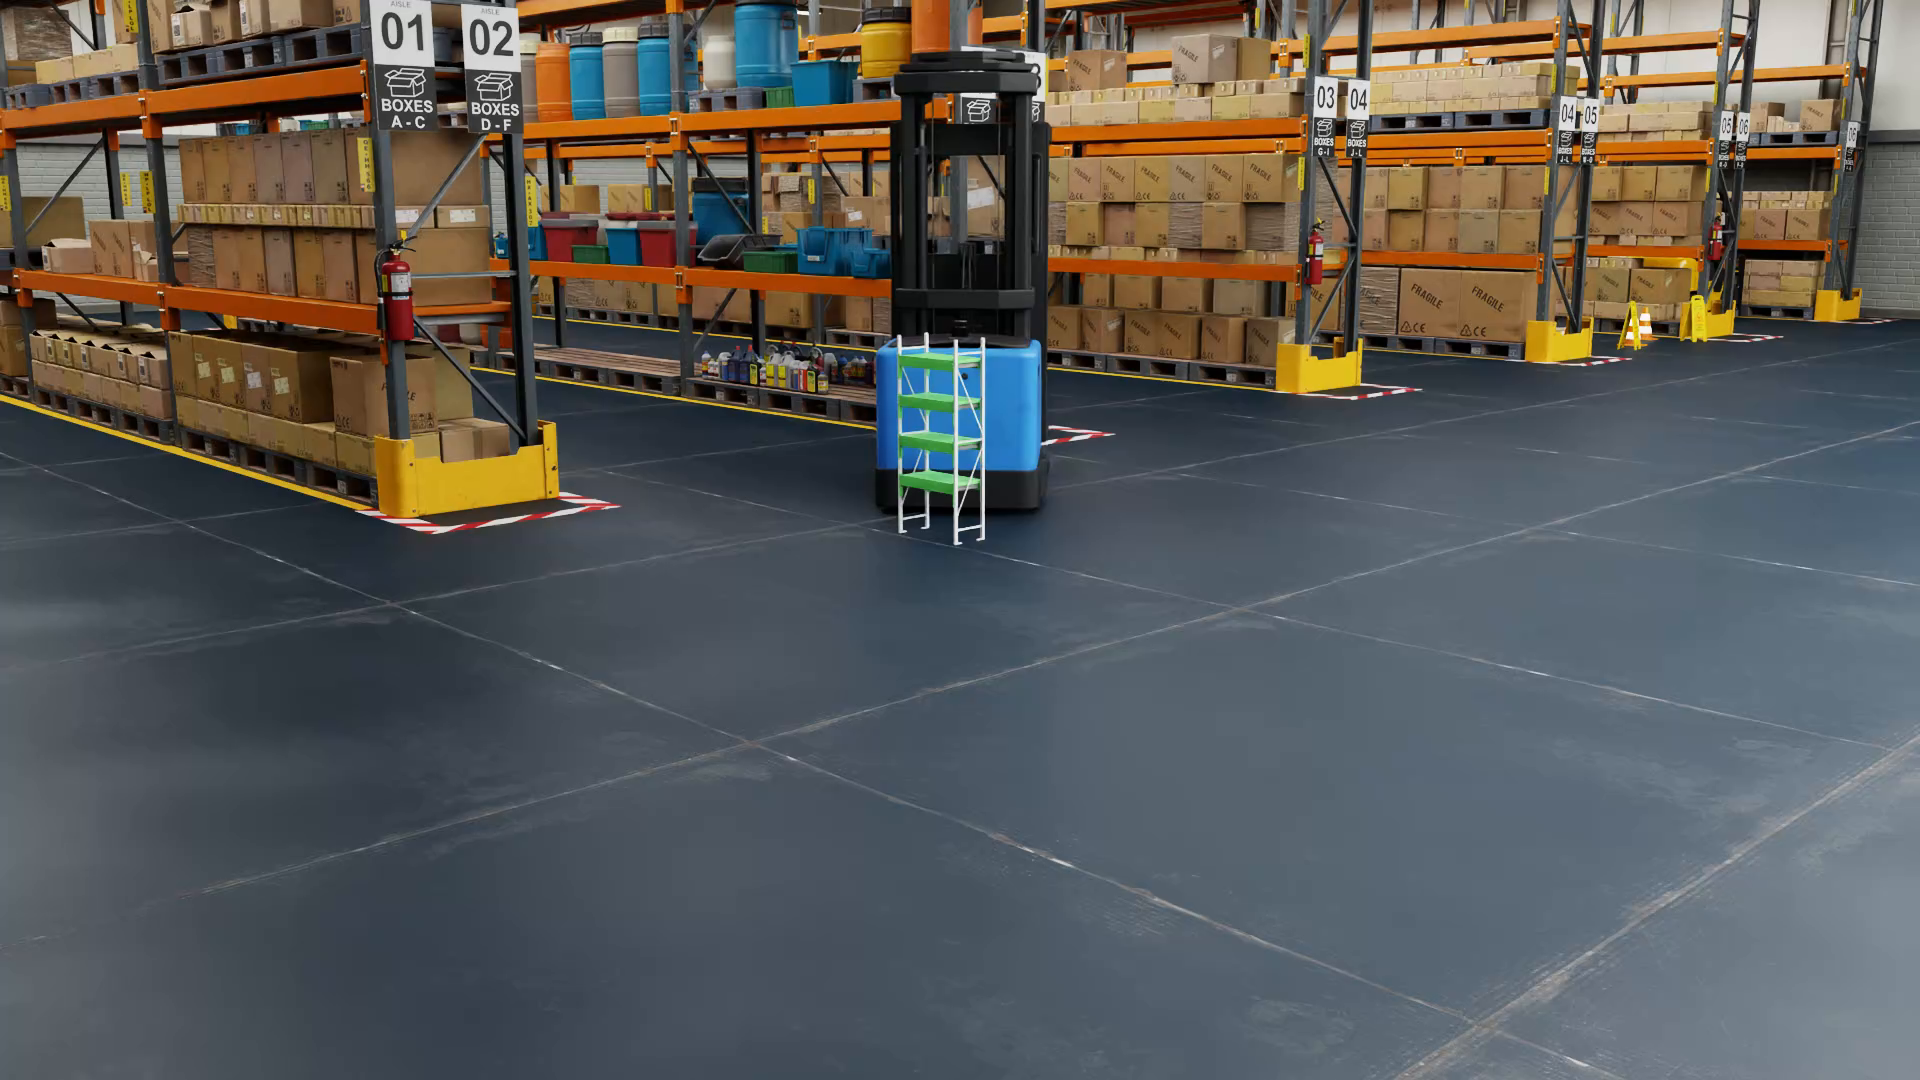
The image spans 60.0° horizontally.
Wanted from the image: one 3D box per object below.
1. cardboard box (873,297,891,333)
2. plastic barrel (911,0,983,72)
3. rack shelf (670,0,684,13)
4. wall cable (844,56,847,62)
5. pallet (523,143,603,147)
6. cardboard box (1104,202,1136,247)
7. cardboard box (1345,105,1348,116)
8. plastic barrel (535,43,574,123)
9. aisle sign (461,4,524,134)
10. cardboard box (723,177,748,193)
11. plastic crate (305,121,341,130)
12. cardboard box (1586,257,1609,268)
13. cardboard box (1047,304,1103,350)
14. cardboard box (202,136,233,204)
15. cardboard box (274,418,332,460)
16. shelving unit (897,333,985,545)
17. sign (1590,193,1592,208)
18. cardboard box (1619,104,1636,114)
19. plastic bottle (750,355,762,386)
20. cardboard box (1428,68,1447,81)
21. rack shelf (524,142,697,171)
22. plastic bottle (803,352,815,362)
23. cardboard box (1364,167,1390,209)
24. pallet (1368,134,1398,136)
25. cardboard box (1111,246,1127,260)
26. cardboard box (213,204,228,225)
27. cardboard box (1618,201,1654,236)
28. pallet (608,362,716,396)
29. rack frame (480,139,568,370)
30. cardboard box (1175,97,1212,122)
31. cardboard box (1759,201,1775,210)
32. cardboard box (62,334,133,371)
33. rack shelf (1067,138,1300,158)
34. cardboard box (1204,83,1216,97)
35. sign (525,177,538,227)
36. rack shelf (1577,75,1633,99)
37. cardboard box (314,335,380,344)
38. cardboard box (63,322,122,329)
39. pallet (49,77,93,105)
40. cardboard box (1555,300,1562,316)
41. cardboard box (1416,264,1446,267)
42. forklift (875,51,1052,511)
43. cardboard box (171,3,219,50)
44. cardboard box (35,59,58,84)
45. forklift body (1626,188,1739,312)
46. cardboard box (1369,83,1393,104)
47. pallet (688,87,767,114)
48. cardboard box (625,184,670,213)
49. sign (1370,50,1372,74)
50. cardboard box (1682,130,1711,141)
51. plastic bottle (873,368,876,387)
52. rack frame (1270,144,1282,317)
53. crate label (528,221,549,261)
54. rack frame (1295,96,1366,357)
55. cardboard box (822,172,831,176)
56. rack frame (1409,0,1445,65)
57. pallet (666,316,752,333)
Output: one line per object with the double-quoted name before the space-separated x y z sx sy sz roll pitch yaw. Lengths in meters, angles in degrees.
"cardboard box" -0.755 -3.077 22.516 0.500 0.500 0.700 10 15 40
"plastic barrel" -0.110 -4.340 14.006 0.600 0.830 0.708 -11 16 -43
"rack shelf" -1.063 -5.084 15.061 1.077 0.370 4.000 -11 16 -43
"wall cable" -3.568 -10.642 39.264 2.355 3.000 0.029 -11 16 -43
"pallet" -6.629 -6.746 28.008 1.003 0.211 1.213 -11 16 -43
"cardboard box" 2.142 -3.659 19.255 0.875 0.500 0.500 -11 16 -43
"cardboard box" 5.325 -5.742 22.248 0.380 0.149 0.250 -11 16 -43
"plastic barrel" -4.345 -5.003 18.266 0.600 0.830 0.708 -11 16 -43
"aisle sign" -3.000 -3.019 10.687 0.394 0.787 0.004 -11 16 -43
"cardboard box" -3.034 -5.101 24.505 0.797 0.503 0.637 -10 15 -41
"plastic crate" -8.480 -5.538 22.451 0.450 0.188 0.662 -11 16 -43
"cardboard box" 9.672 -4.218 25.257 0.380 0.149 0.250 -10 15 -40
"cardboard box" 1.385 -2.593 20.219 0.500 0.500 0.500 11 16 43
"cardboard box" -5.369 -2.843 12.814 0.700 0.500 0.500 -11 16 -43
"cardboard box" -4.552 -0.752 11.903 0.500 0.250 0.500 -11 16 -43
"shelving unit" -0.114 -0.612 9.908 0.258 1.200 0.503 -11 16 -43
"sign" 7.963 -4.308 21.045 0.100 0.325 0.005 -11 16 -43
"cardboard box" 9.979 -6.377 24.641 0.380 0.149 0.250 -11 16 -43
"plastic bottle" -1.973 -1.638 16.068 0.061 0.283 0.133 -10 15 -40
"cardboard box" 6.201 -5.947 21.269 0.380 0.149 0.250 -11 16 -43
"rack shelf" -5.768 -6.252 27.174 1.077 0.370 4.000 -11 16 -43
"plastic bottle" -1.492 -1.724 16.486 0.061 0.283 0.133 -11 16 -43
"cardboard box" 5.762 -4.734 22.408 0.875 0.550 0.550 -11 16 -43
"pallet" 7.237 -6.690 27.981 1.213 0.211 1.003 -11 16 -43
"cardboard box" 1.950 -3.301 19.121 0.380 0.149 0.250 -11 16 -43
"cardboard box" -5.449 -2.484 12.681 0.380 0.149 0.250 -11 16 -43
"cardboard box" 10.151 -4.782 24.705 0.500 0.500 0.500 -11 16 -42
"pallet" -3.015 -1.729 17.781 1.003 0.211 1.213 -11 16 -43
"rack frame" -5.207 -3.569 19.803 1.000 3.000 0.127 -11 16 -43
"cardboard box" 2.689 -4.671 18.089 0.500 0.250 0.500 -10 16 -41
"cardboard box" 13.717 -5.661 28.099 0.380 0.149 0.250 -11 16 -43
"cardboard box" -7.923 -1.746 15.335 0.500 0.311 0.500 11 16 44
"rack shelf" 3.414 -5.761 24.790 1.077 0.370 4.000 -11 16 -43
"cardboard box" 2.848 -4.846 17.949 0.380 0.149 0.250 -11 16 -42
"sign" -2.862 -2.251 11.065 0.100 0.325 0.005 -11 16 -43
"rack shelf" 10.511 -8.431 31.307 1.077 0.370 4.000 -11 16 -43
"cardboard box" -4.511 -1.267 12.543 0.500 0.500 0.500 -11 16 -43
"cardboard box" -8.900 -1.977 17.179 0.500 0.500 0.500 -10 15 -40
"pallet" -7.484 -4.007 14.962 1.003 0.211 1.213 -10 15 -40
"cardboard box" 9.262 -3.639 25.913 0.500 0.250 0.500 -11 16 -43
"cardboard box" 9.551 -5.283 32.962 0.875 0.625 0.625 -10 15 -41
"forklift" 0.084 -1.874 11.742 1.130 2.935 3.031 1 12 4
"cardboard box" -5.500 -3.807 12.354 0.500 0.311 0.500 11 16 42
"cardboard box" -8.438 -4.423 15.842 0.500 0.250 0.500 10 15 41
"forklift body" 12.026 -4.772 27.744 2.313 2.155 1.214 -11 16 -43
"cardboard box" 5.628 -5.891 21.984 0.500 0.250 0.500 -11 16 -43
"pallet" -1.876 -4.271 16.241 1.213 0.211 1.003 -11 16 -43
"cardboard box" -4.898 -5.313 26.041 0.500 0.500 0.500 -10 15 -41
"sign" 4.292 -5.065 17.463 0.100 0.325 0.005 -11 16 -43
"cardboard box" 10.619 -5.832 23.976 0.380 0.149 0.250 -11 16 -42
"plastic bottle" -0.780 -1.570 15.943 0.097 0.201 0.097 0 12 0
"rack frame" 4.795 -4.352 23.603 1.000 3.000 0.127 -11 16 -43
"crate label" -4.716 -3.404 18.913 0.502 0.435 0.616 -11 16 -43
"rack frame" 3.900 -3.092 17.486 1.000 3.000 0.127 -11 16 -43
"cardboard box" -2.324 -6.460 30.370 0.500 0.500 0.500 11 16 43
"rack frame" 9.130 -9.271 32.611 1.000 3.000 0.127 -11 16 -43
"pallet" -3.800 -3.376 25.773 1.003 0.211 1.213 -11 16 -43
